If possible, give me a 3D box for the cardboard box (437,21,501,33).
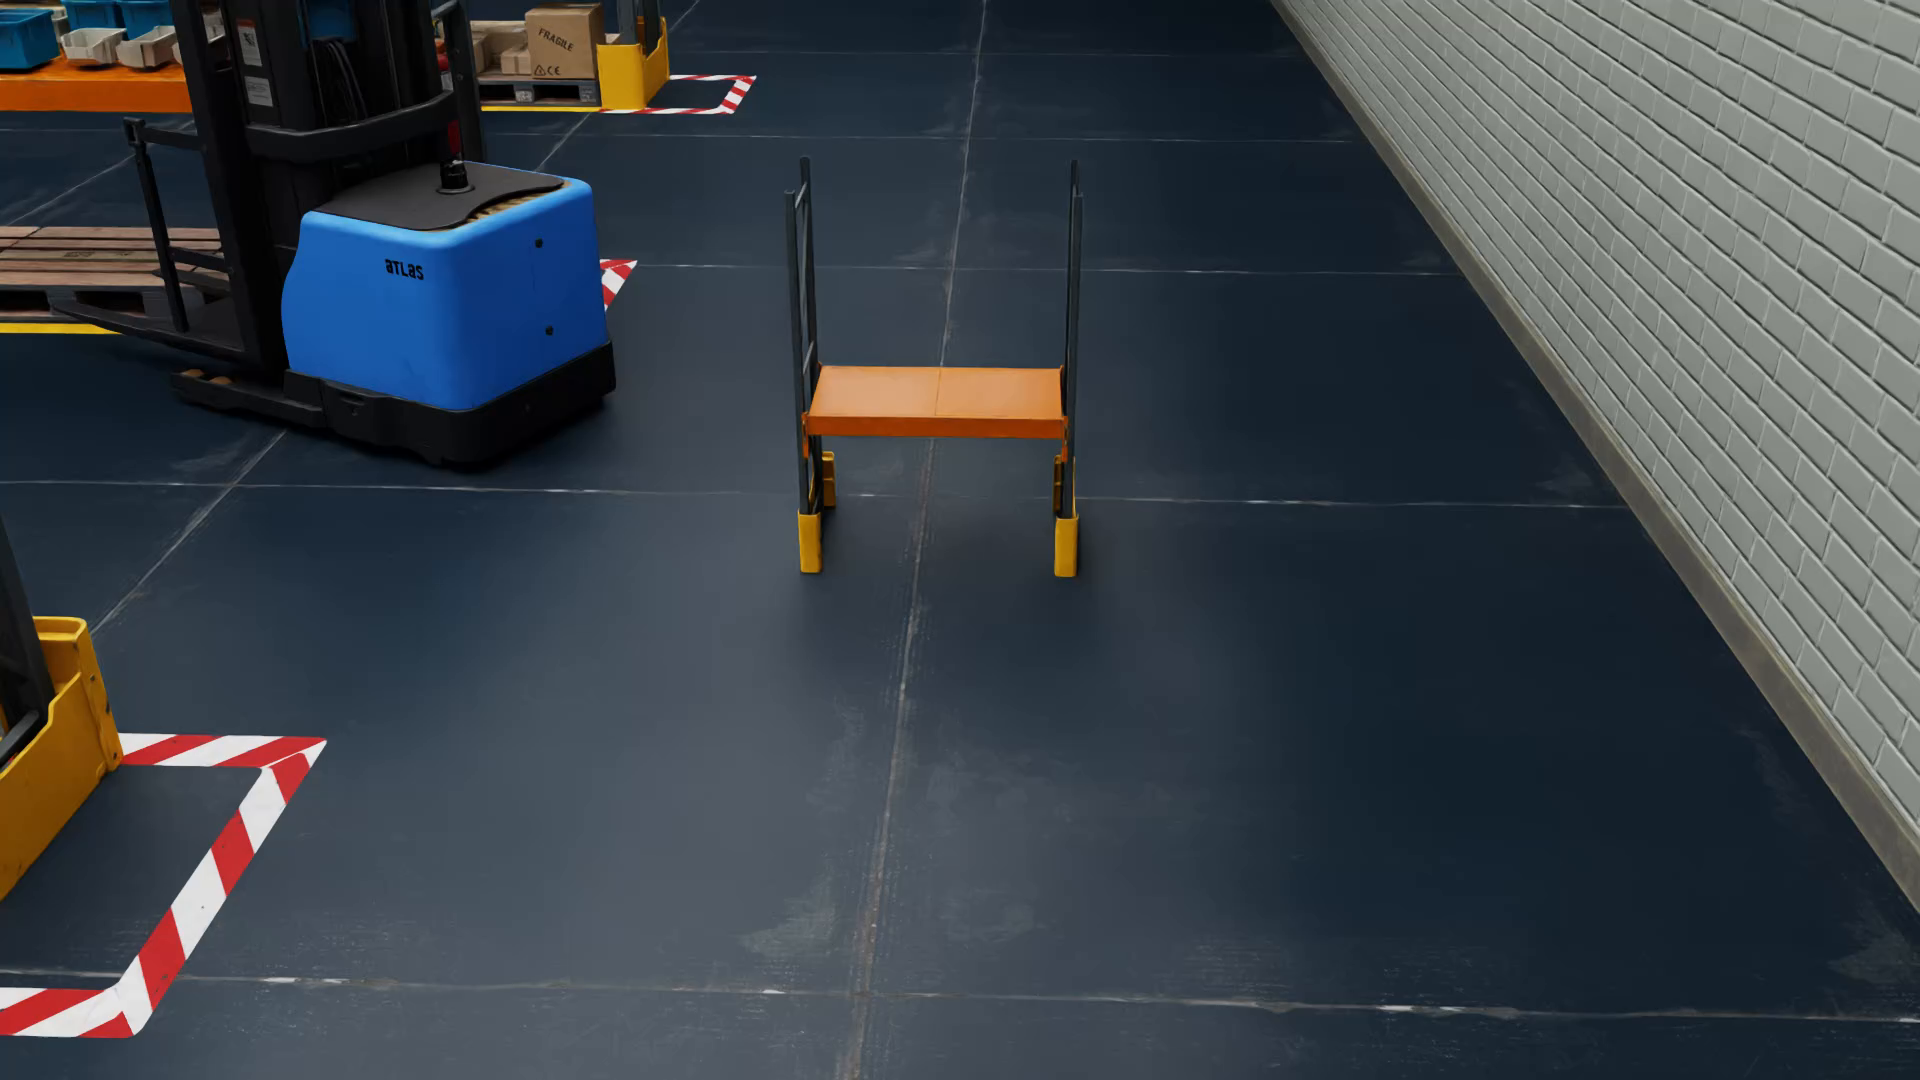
[{"bbox_3d":[-4.114,-4.143,13.829,0.500,0.250,0.500,1,28,2],"label":"cardboard box"}]

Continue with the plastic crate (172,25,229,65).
[{"bbox_3d":[-3.870,-2.537,8.551,0.243,0.136,0.396,1,28,2],"label":"plastic crate"}]

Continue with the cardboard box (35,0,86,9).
[{"bbox_3d":[-7.082,-4.036,13.359,0.500,0.500,0.500,1,28,2],"label":"cardboard box"}]

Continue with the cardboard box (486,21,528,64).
[{"bbox_3d":[-3.614,-4.135,13.814,0.500,0.250,0.500,1,28,2],"label":"cardboard box"}]

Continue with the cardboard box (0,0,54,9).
[{"bbox_3d":[-7.575,-4.048,13.382,0.500,0.500,0.500,1,28,2],"label":"cardboard box"}]

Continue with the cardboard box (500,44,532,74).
[{"bbox_3d":[-3.534,-3.891,13.442,0.250,0.166,0.380,1,28,2],"label":"cardboard box"}]

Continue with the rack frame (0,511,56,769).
[{"bbox_3d":[-2.934,-0.369,4.243,0.127,3.000,1.000,1,28,2],"label":"rack frame"}]

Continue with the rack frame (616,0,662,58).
[{"bbox_3d":[-2.581,-5.006,12.990,0.127,3.000,1.000,1,28,2],"label":"rack frame"}]

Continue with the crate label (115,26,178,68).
[{"bbox_3d":[-4.149,-2.530,8.538,0.243,0.136,0.396,1,28,2],"label":"crate label"}]

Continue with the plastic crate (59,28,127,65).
[{"bbox_3d":[-4.446,-2.527,8.531,0.250,0.136,0.298,1,28,2],"label":"plastic crate"}]

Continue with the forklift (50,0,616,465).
[{"bbox_3d":[-3.193,-2.104,7.590,3.031,2.935,1.130,14,31,25],"label":"forklift"}]

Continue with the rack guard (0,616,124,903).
[{"bbox_3d":[-2.910,0.736,4.828,0.348,0.500,1.175,1,28,2],"label":"rack guard"}]

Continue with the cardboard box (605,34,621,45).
[{"bbox_3d":[-2.987,-4.108,13.871,0.250,0.149,0.380,1,28,2],"label":"cardboard box"}]

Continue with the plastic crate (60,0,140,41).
[{"bbox_3d":[-4.610,-2.824,8.990,0.300,0.233,0.416,1,28,2],"label":"plastic crate"}]

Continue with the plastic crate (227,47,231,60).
[{"bbox_3d":[-3.581,-2.526,8.529,0.243,0.136,0.396,1,28,2],"label":"plastic crate"}]

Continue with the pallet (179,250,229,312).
[{"bbox_3d":[-3.582,-1.487,9.329,1.213,0.211,1.003,1,28,2],"label":"pallet"}]

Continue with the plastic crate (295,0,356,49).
[{"bbox_3d":[-3.101,-2.647,8.439,0.499,0.435,0.616,1,28,2],"label":"plastic crate"}]

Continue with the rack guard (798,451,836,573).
[{"bbox_3d":[-0.574,-0.120,6.709,0.087,0.250,0.587,1,28,2],"label":"rack guard"}]

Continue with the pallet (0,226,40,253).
[{"bbox_3d":[-6.021,-1.527,9.405,1.213,0.211,1.003,1,28,2],"label":"pallet"}]

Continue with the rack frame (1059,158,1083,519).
[{"bbox_3d":[0.423,-0.656,6.386,0.032,1.500,0.500,1,28,2],"label":"rack frame"}]

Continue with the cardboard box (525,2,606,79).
[{"bbox_3d":[-3.133,-3.989,13.272,0.500,0.500,0.500,1,28,2],"label":"cardboard box"}]

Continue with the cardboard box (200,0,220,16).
[{"bbox_3d":[-5.999,-4.285,13.830,0.500,0.500,0.500,1,28,2],"label":"cardboard box"}]

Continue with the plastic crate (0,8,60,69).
[{"bbox_3d":[-4.821,-2.553,8.479,0.300,0.233,0.416,1,28,2],"label":"plastic crate"}]

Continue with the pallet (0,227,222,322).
[{"bbox_3d":[-4.798,-1.508,9.370,1.213,0.211,1.003,1,28,2],"label":"pallet"}]

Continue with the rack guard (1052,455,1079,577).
[{"bbox_3d":[0.422,-0.103,6.678,0.087,0.250,0.587,1,28,2],"label":"rack guard"}]

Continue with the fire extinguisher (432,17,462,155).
[{"bbox_3d":[-2.625,-2.273,8.316,0.183,0.674,0.296,1,28,2],"label":"fire extinguisher"}]

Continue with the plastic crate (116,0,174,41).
[{"bbox_3d":[-4.310,-2.820,8.981,0.300,0.233,0.416,1,28,2],"label":"plastic crate"}]

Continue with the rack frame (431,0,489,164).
[{"bbox_3d":[-2.759,-2.687,8.616,0.127,3.000,1.000,1,28,2],"label":"rack frame"}]

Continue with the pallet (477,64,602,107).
[{"bbox_3d":[-3.454,-3.787,13.669,1.213,0.211,1.003,1,28,2],"label":"pallet"}]

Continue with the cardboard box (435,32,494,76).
[{"bbox_3d":[-4.081,-3.908,13.386,0.500,0.250,0.500,1,28,2],"label":"cardboard box"}]

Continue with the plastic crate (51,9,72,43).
[{"bbox_3d":[-5.006,-2.775,9.000,0.466,0.136,0.293,1,28,2],"label":"plastic crate"}]

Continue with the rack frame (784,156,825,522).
[{"bbox_3d":[-0.593,-0.672,6.417,0.032,1.500,0.500,1,28,2],"label":"rack frame"}]

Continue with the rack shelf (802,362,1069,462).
[{"bbox_3d":[-0.085,-0.505,6.486,1.000,0.185,0.538,1,28,2],"label":"rack shelf"}]

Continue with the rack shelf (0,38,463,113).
[{"bbox_3d":[-4.758,-2.402,8.847,4.000,0.370,1.077,1,28,2],"label":"rack shelf"}]

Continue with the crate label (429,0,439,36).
[{"bbox_3d":[-2.994,-2.798,8.940,0.303,0.233,0.416,1,28,2],"label":"crate label"}]

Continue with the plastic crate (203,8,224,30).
[{"bbox_3d":[-3.990,-2.810,9.067,0.298,0.136,0.250,1,28,2],"label":"plastic crate"}]

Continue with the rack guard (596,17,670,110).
[{"bbox_3d":[-2.657,-3.902,13.578,0.348,0.500,1.175,1,28,2],"label":"rack guard"}]

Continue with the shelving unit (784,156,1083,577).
[{"bbox_3d":[-0.076,-0.664,6.401,1.083,1.500,0.587,1,28,2],"label":"shelving unit"}]
